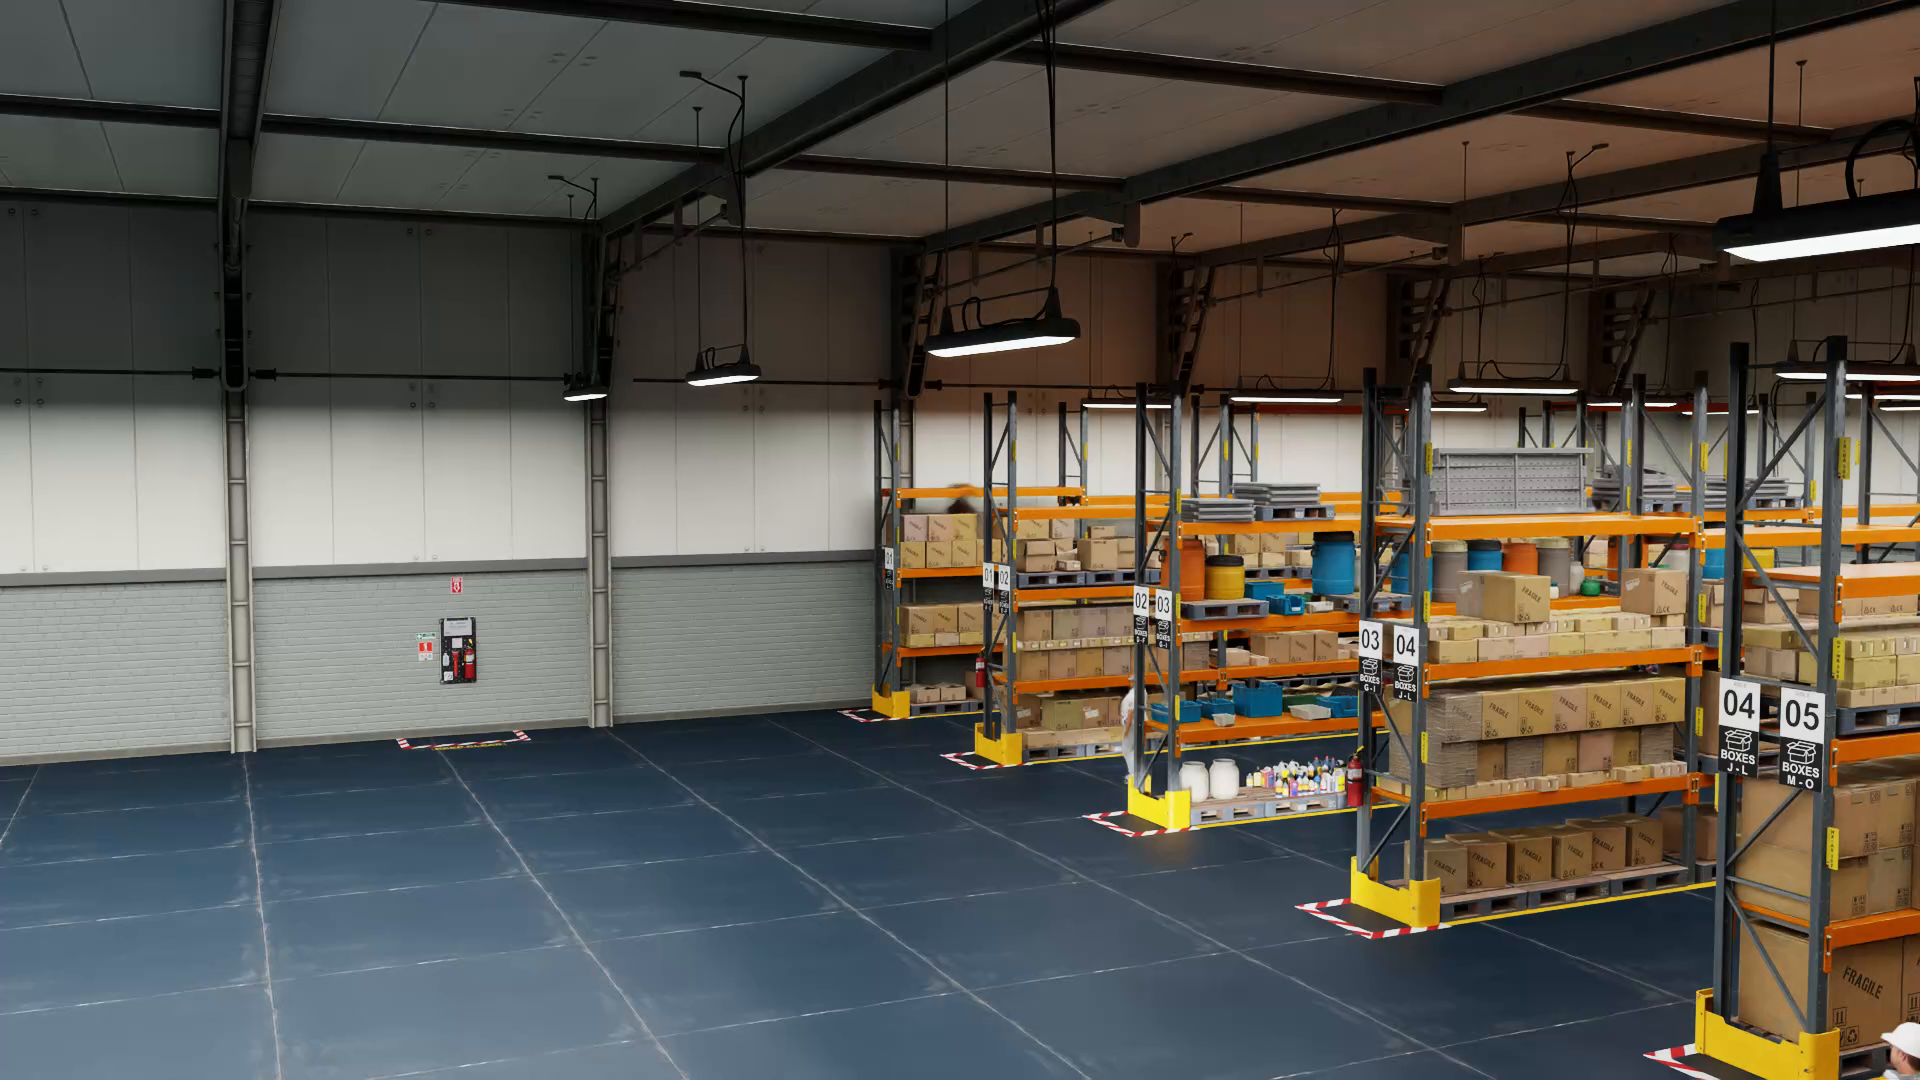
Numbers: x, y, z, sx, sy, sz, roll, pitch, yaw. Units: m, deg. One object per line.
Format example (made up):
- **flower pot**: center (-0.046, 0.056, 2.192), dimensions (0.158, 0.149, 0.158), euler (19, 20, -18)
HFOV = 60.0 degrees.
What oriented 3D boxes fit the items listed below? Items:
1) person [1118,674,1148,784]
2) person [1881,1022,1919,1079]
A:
- **person**: center (2.654, 2.878, 25.398), dimensions (0.409, 1.710, 0.547), euler (2, 4, 25)
- **person**: center (5.526, 3.696, 9.765), dimensions (0.409, 1.774, 0.643), euler (1, 4, 24)
